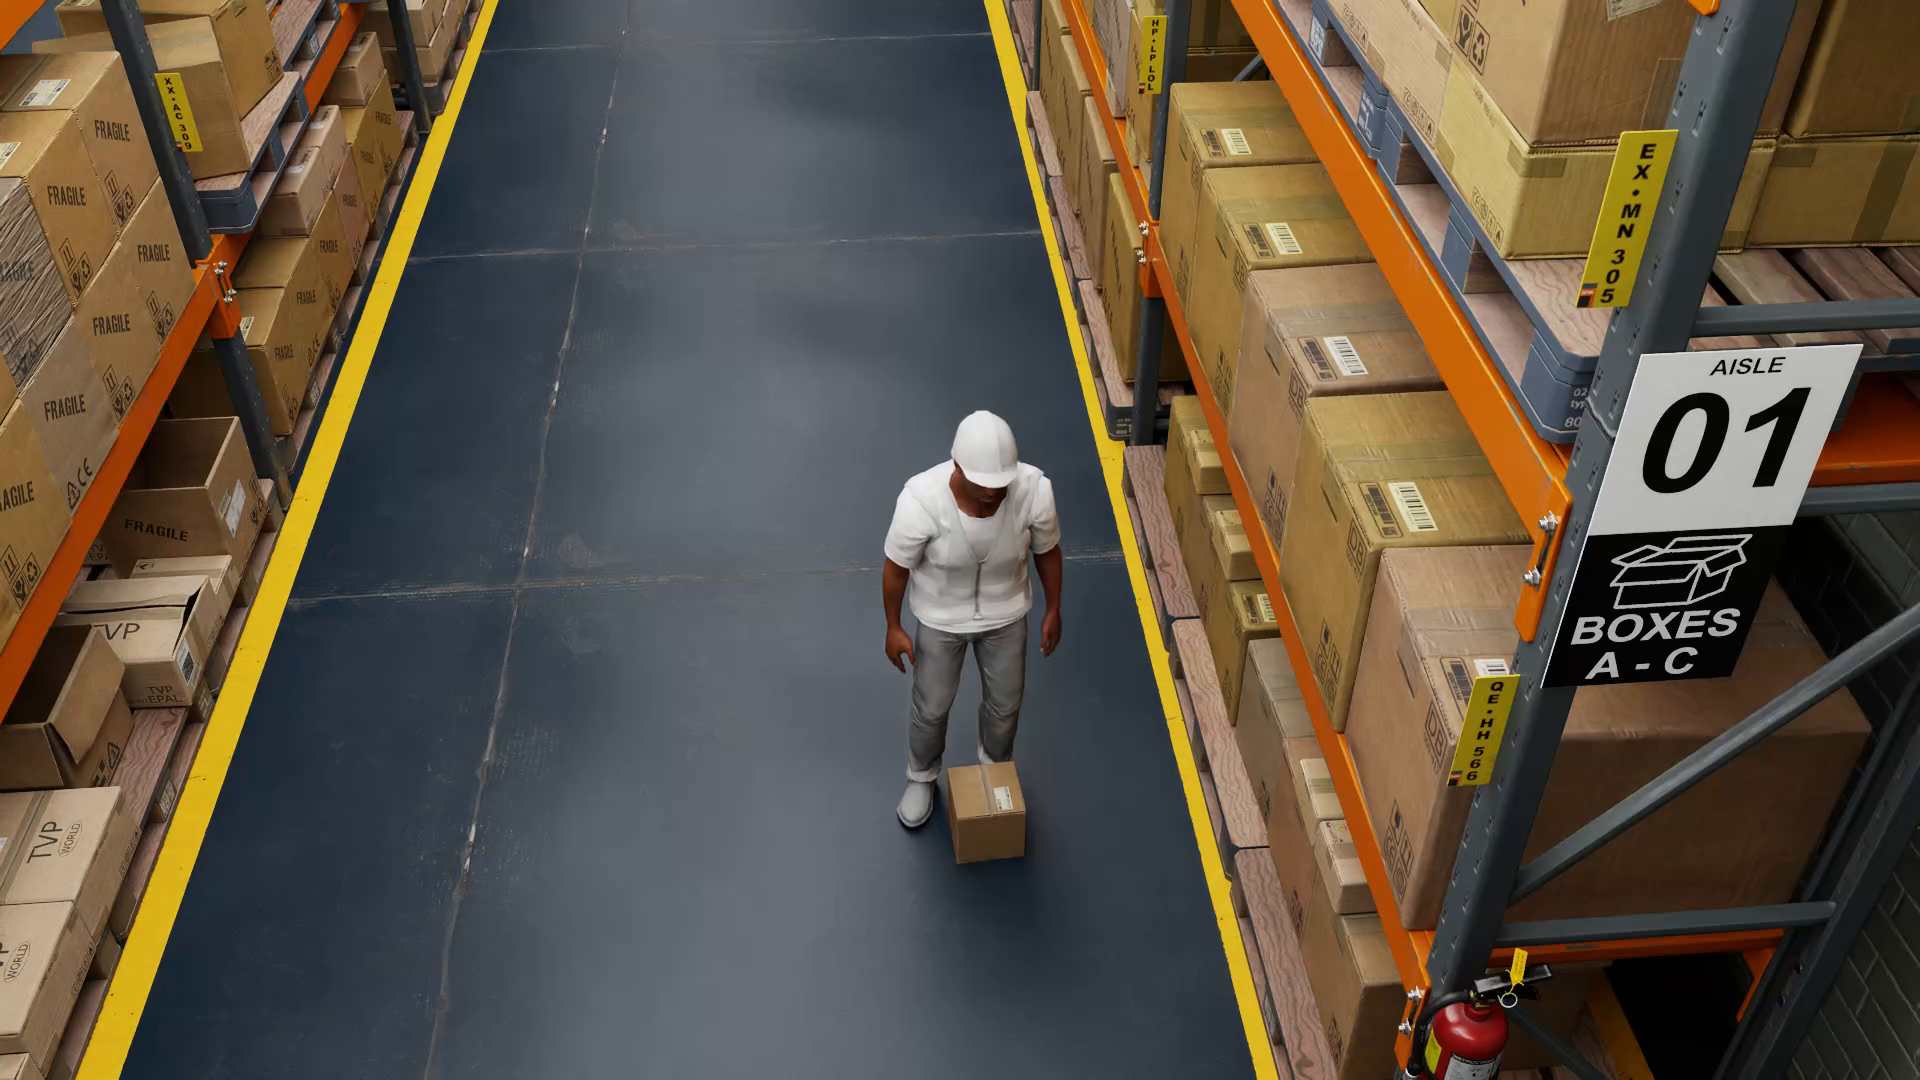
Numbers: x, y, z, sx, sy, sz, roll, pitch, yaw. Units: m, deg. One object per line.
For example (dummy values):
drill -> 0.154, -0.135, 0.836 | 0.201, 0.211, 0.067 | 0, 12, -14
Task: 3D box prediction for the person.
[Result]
person -> 0.048, 0.273, 5.801 | 0.636, 1.761, 0.454 | -6, 39, -7
